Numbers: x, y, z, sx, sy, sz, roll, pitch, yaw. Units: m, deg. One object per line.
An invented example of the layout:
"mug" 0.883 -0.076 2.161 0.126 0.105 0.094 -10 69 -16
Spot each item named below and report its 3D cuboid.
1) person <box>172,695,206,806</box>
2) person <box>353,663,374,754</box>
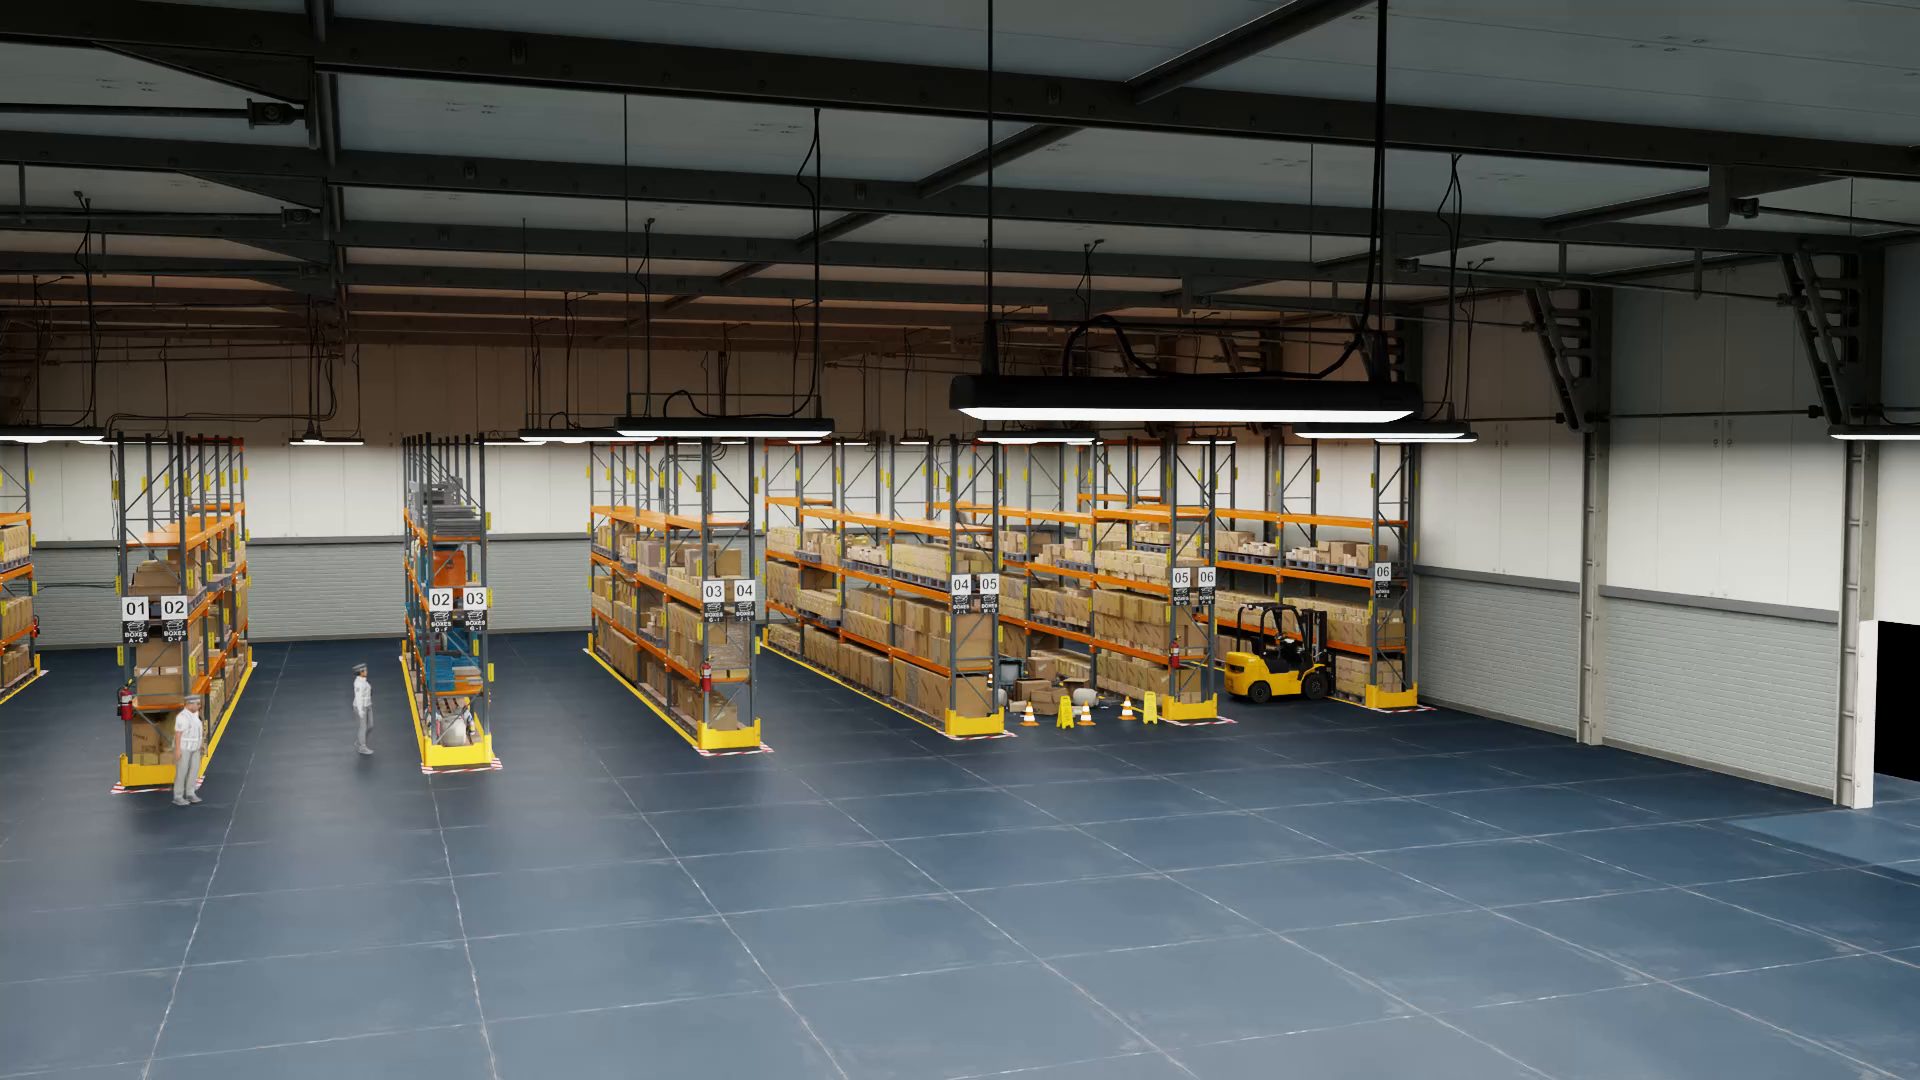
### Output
"person" -12.440 3.370 26.780 0.430 1.751 0.589 0 3 6
"person" -11.223 3.160 31.238 0.471 1.700 0.544 0 3 0
